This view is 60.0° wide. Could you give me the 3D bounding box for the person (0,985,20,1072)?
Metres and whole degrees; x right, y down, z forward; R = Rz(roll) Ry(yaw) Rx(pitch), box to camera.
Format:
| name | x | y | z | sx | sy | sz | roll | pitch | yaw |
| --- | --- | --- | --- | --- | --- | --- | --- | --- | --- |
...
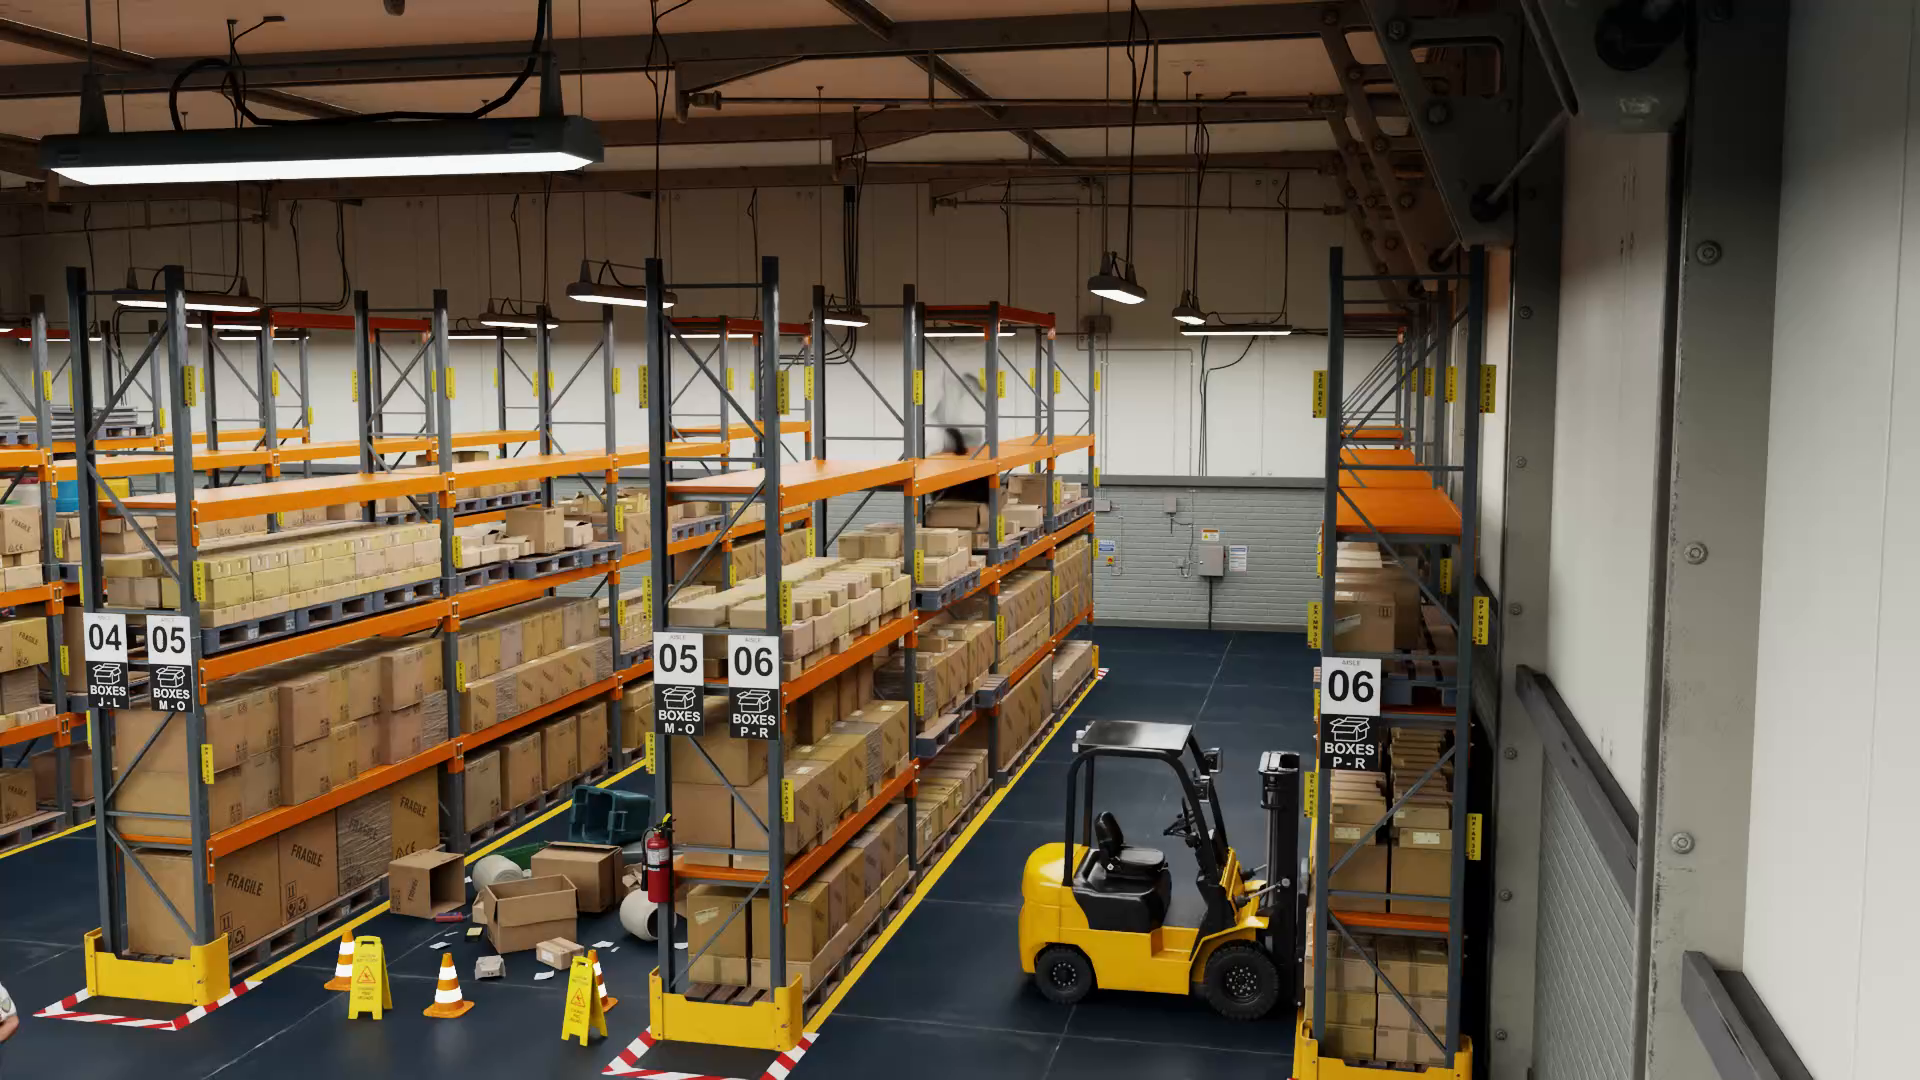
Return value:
| name | x | y | z | sx | sy | sz | roll | pitch | yaw |
| --- | --- | --- | --- | --- | --- | --- | --- | --- | --- |
| person | -6.121 | 3.265 | 10.163 | 0.676 | 1.751 | 0.885 | -3 | 7 | -29 |
